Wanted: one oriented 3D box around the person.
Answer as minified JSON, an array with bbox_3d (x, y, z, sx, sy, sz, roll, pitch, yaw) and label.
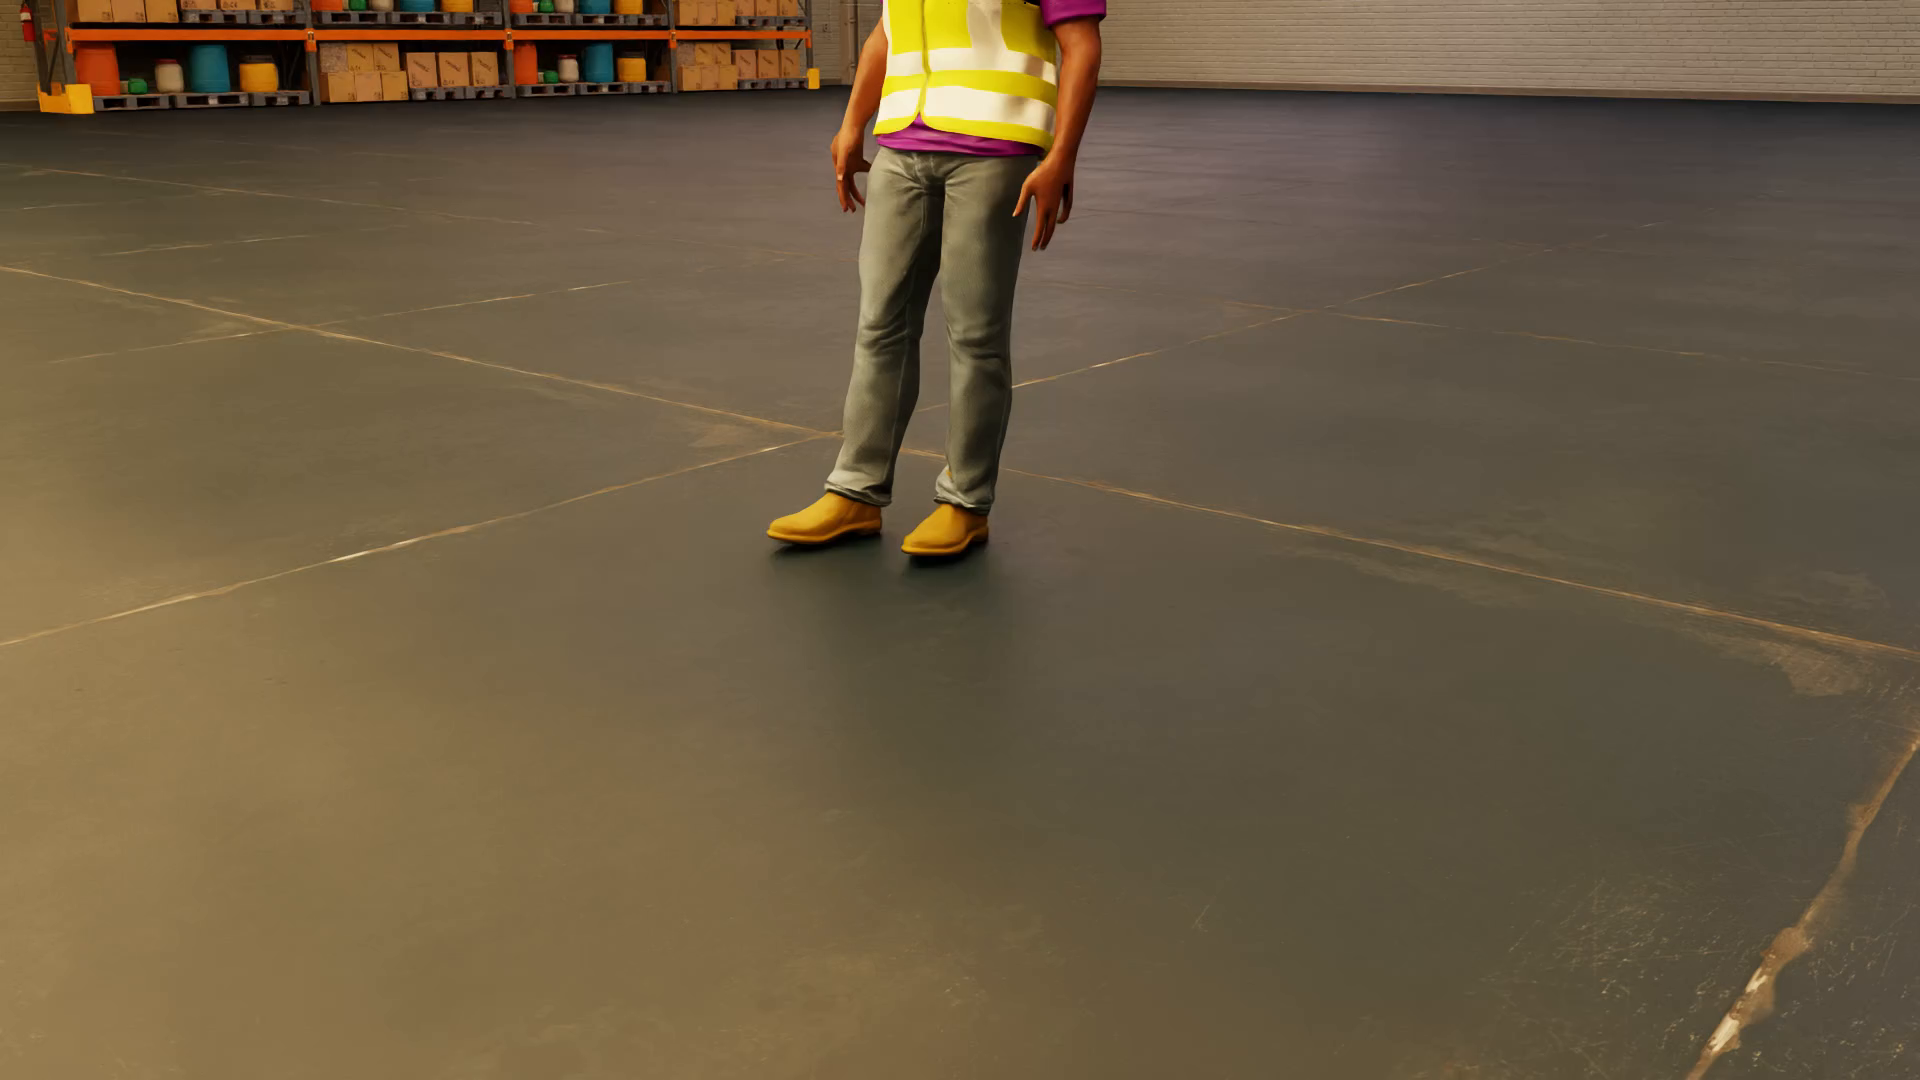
[{"bbox_3d":[-0.049,-0.837,3.635,0.666,1.768,0.575,13,21,37],"label":"person"}]
